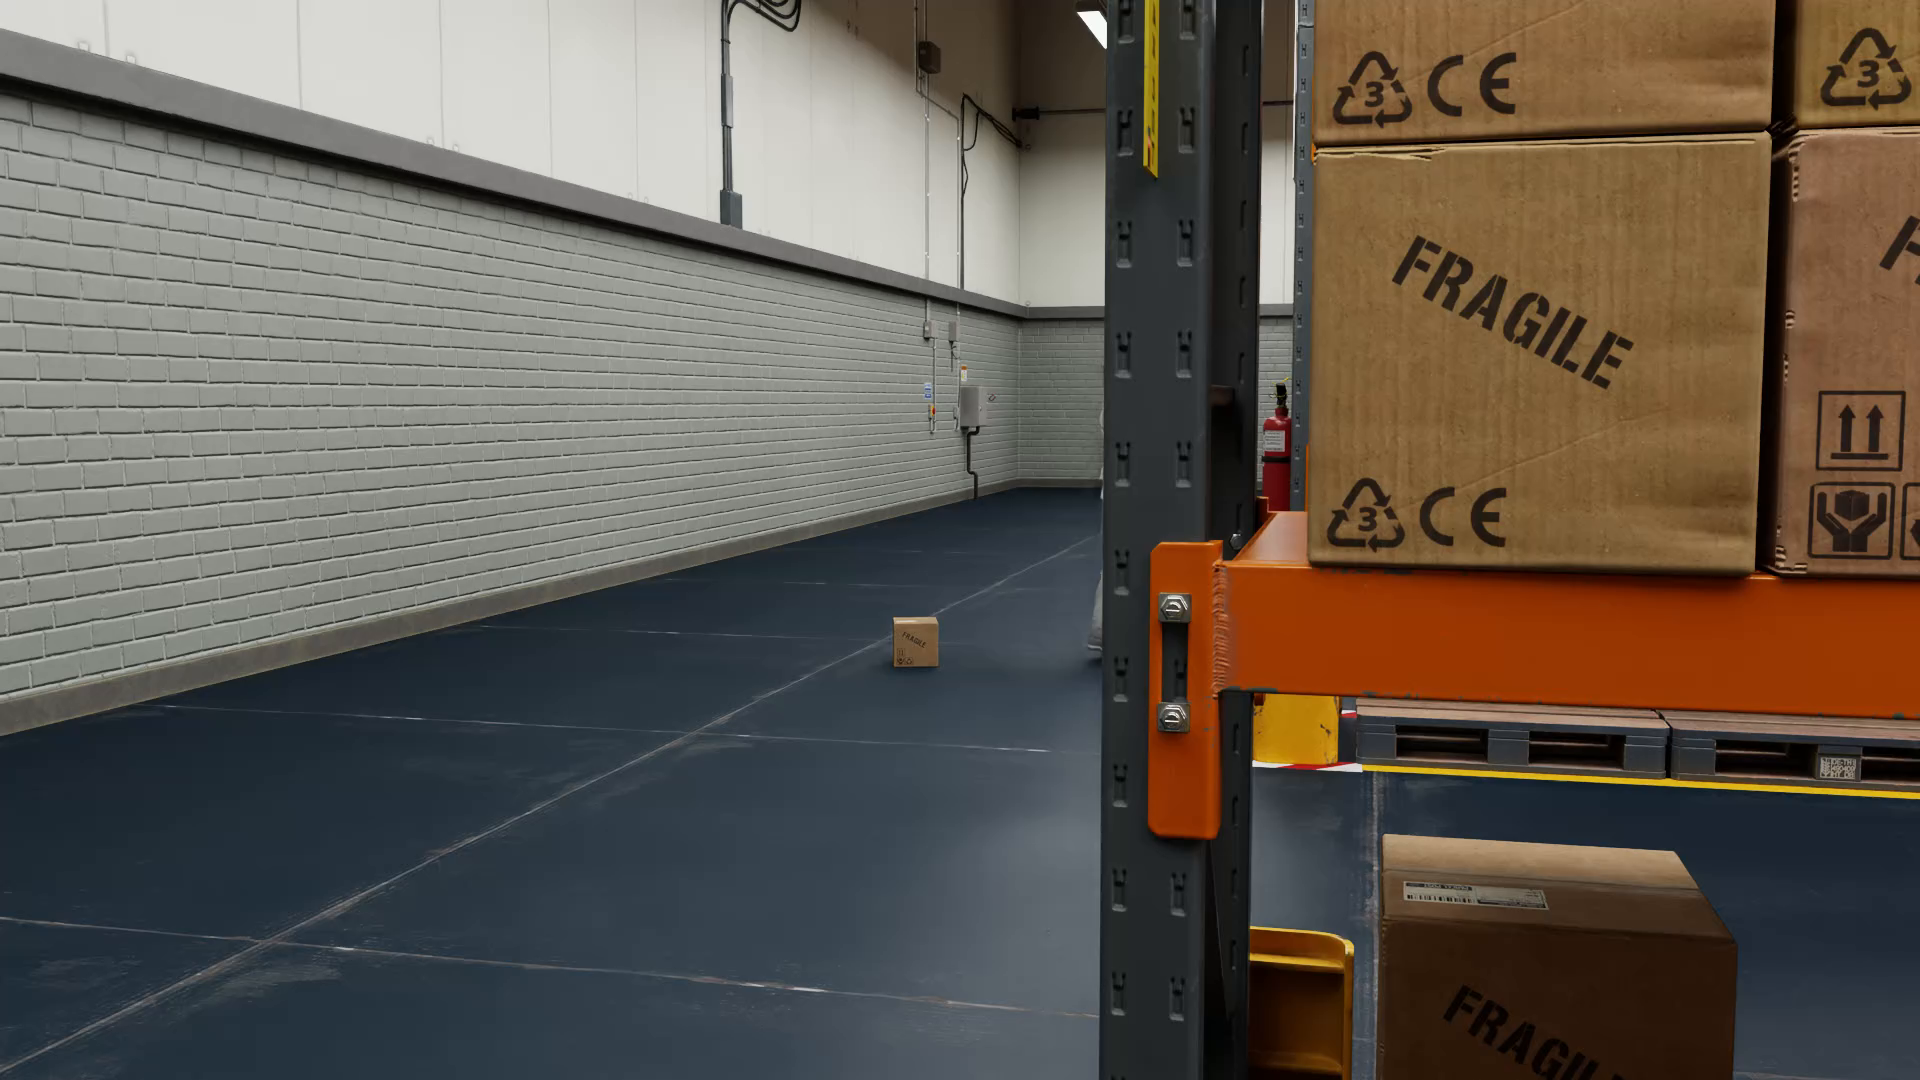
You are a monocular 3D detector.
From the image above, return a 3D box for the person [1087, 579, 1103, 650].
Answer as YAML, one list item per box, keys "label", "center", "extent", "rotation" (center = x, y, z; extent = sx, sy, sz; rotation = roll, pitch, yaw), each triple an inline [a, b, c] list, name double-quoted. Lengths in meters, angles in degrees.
- label: "person"
  center: [1.161, -0.185, 9.653]
  extent: [0.833, 1.798, 0.585]
  rotation: [-2, 5, -23]
